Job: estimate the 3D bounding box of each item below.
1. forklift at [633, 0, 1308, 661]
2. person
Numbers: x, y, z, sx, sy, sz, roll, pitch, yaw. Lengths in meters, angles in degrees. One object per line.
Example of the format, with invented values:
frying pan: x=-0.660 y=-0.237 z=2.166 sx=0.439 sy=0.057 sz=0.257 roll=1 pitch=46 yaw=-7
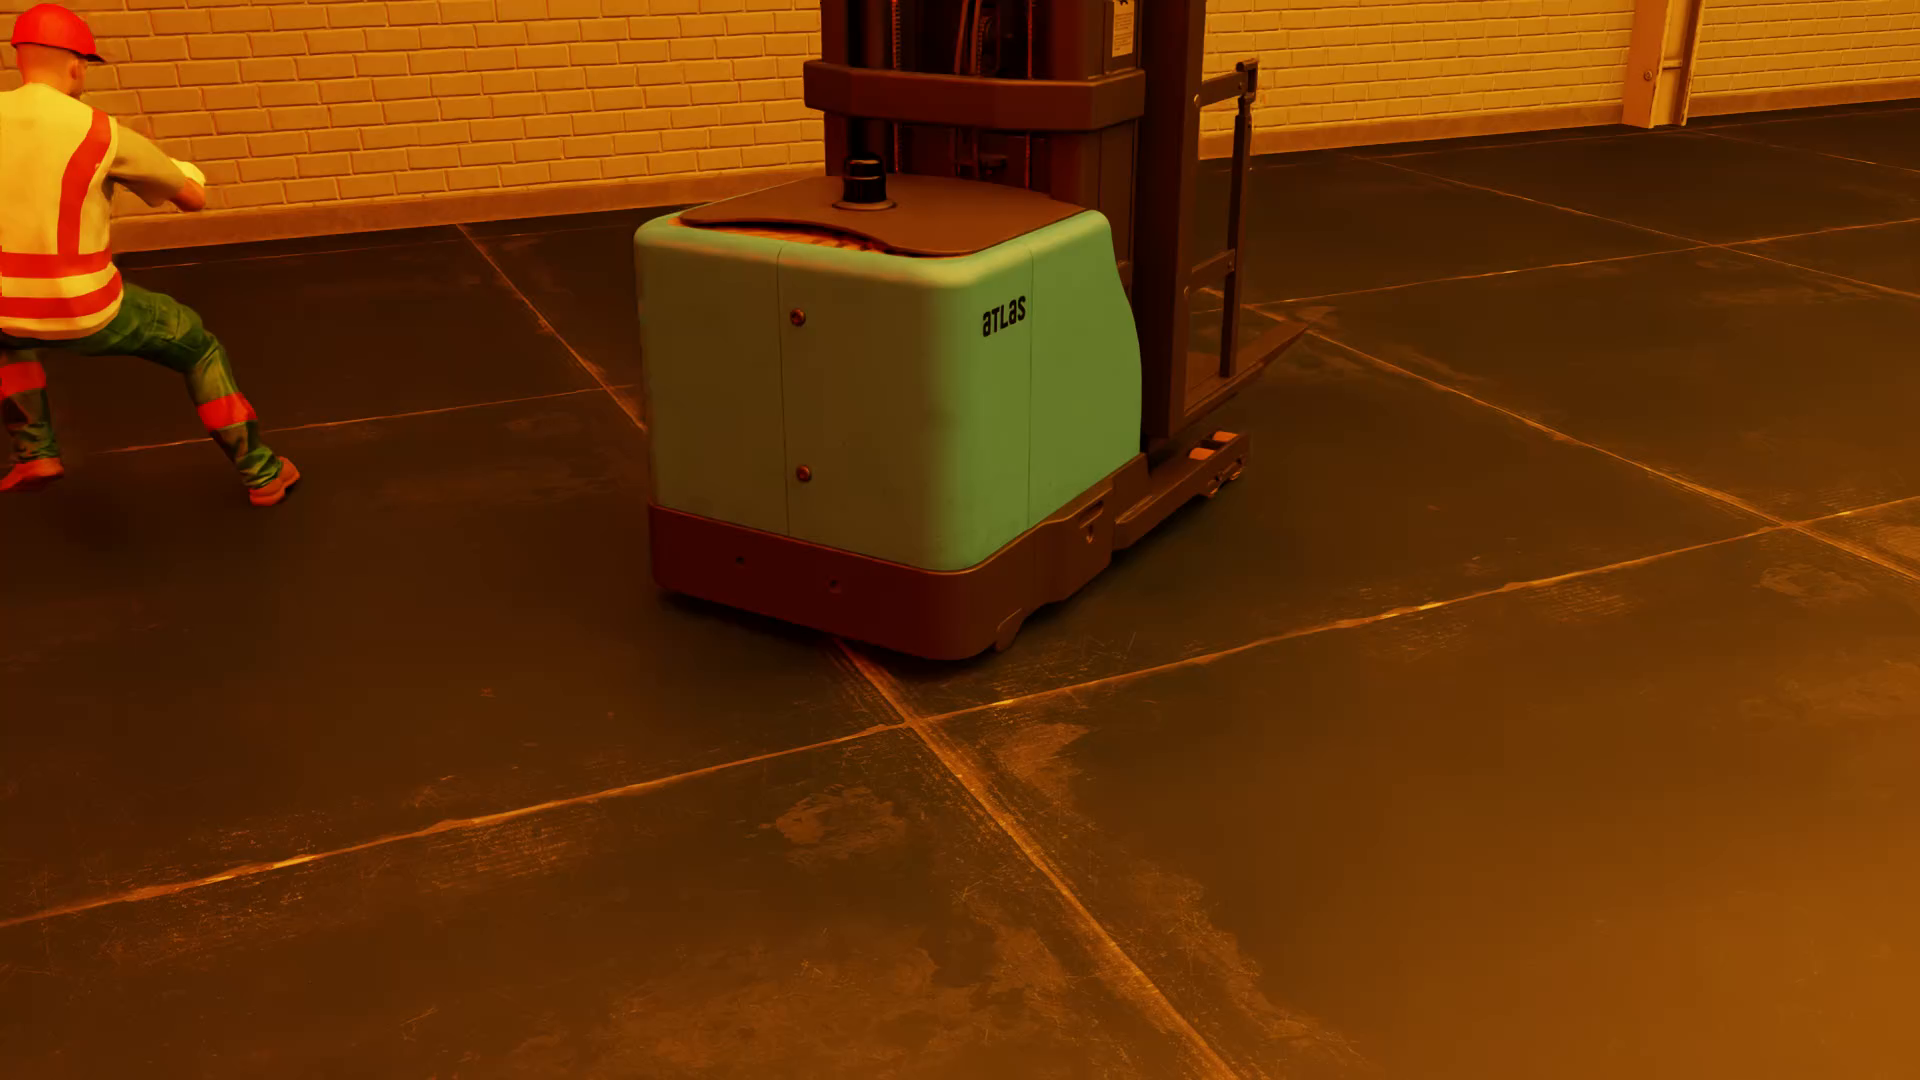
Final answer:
forklift: x=0.320 y=-1.570 z=5.065 sx=1.130 sy=2.935 sz=3.031 roll=13 pitch=26 yaw=28
person: x=-2.700 y=-0.840 z=5.108 sx=1.010 sy=1.557 sz=0.787 roll=-2 pitch=23 yaw=-5
